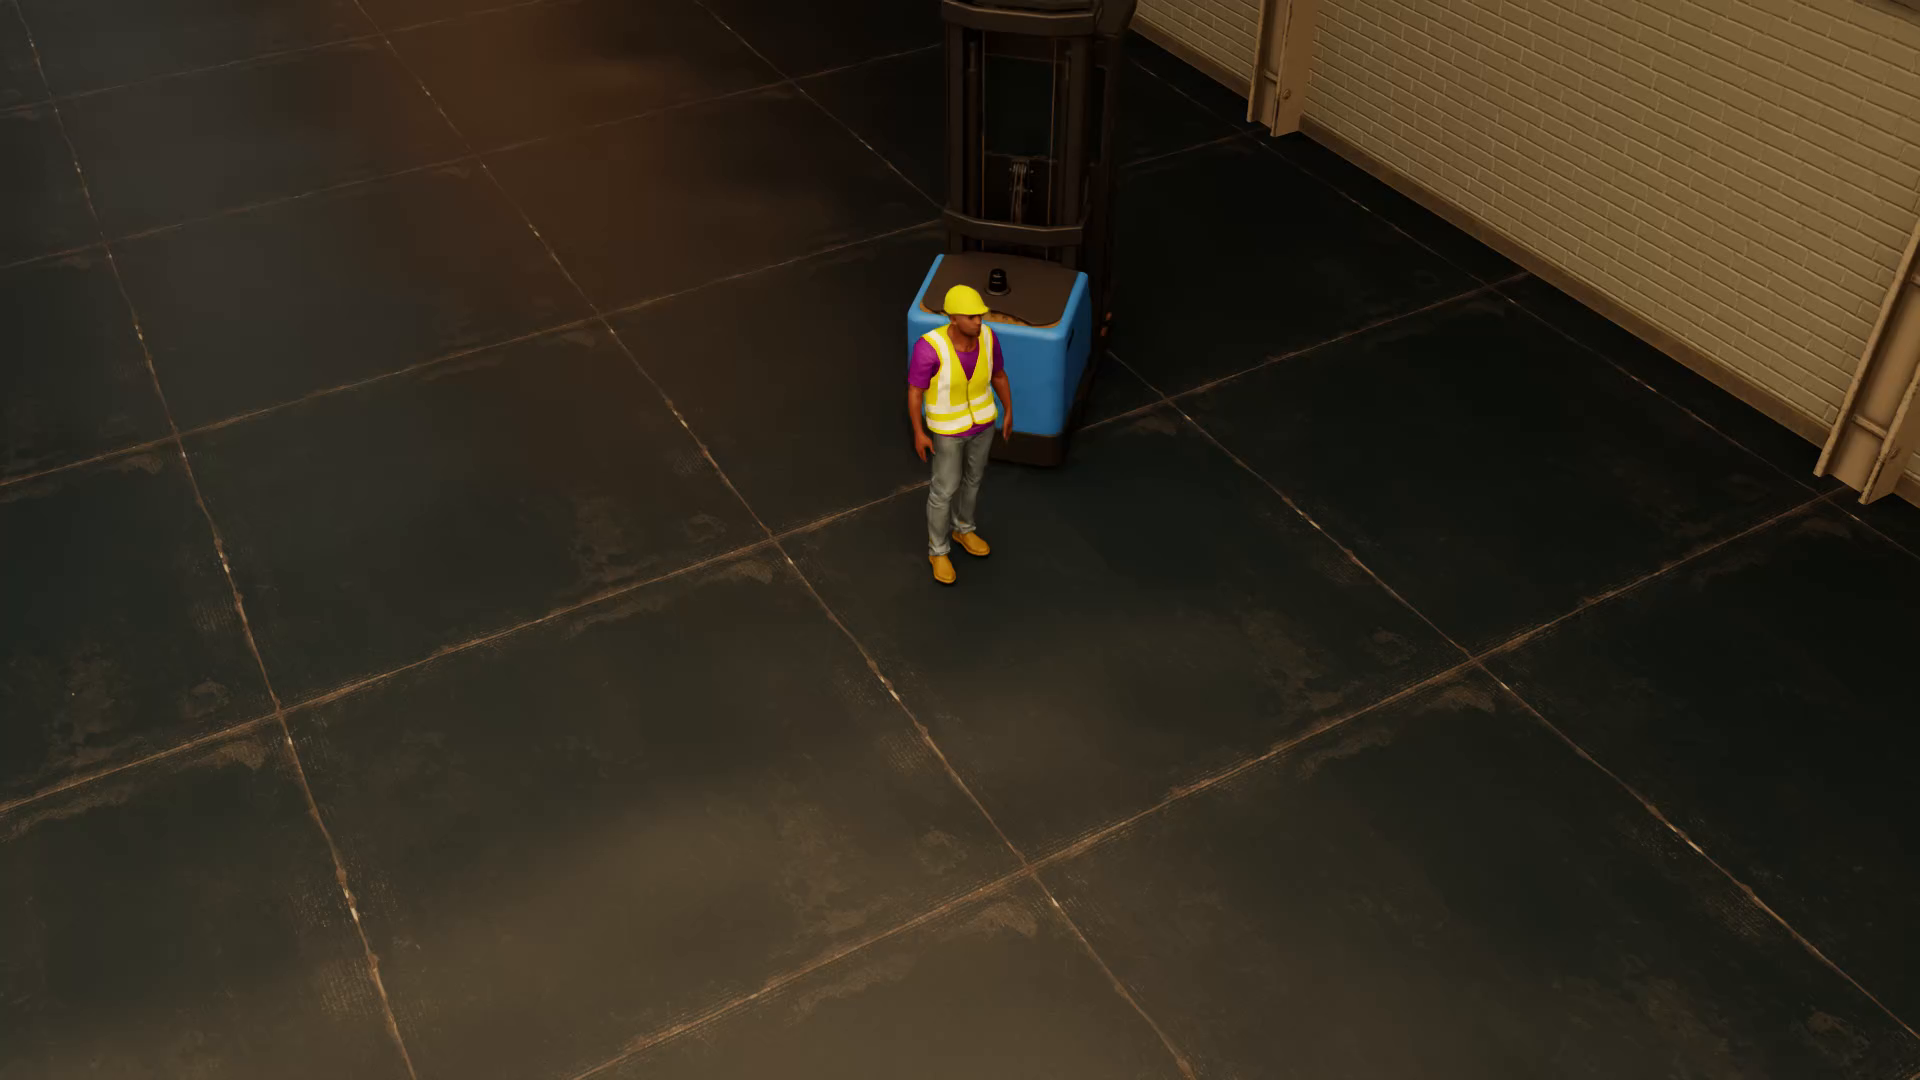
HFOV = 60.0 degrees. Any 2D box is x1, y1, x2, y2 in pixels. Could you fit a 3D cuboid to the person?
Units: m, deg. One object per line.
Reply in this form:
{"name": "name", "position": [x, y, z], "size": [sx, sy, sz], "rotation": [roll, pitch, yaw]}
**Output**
{"name": "person", "position": [0.047, -0.646, 9.720], "size": [0.669, 1.764, 0.572], "rotation": [-20, 44, -22]}

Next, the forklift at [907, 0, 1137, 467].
{"name": "forklift", "position": [0.510, -2.552, 11.113], "size": [1.130, 2.935, 3.031], "rotation": [9, 41, 11]}
